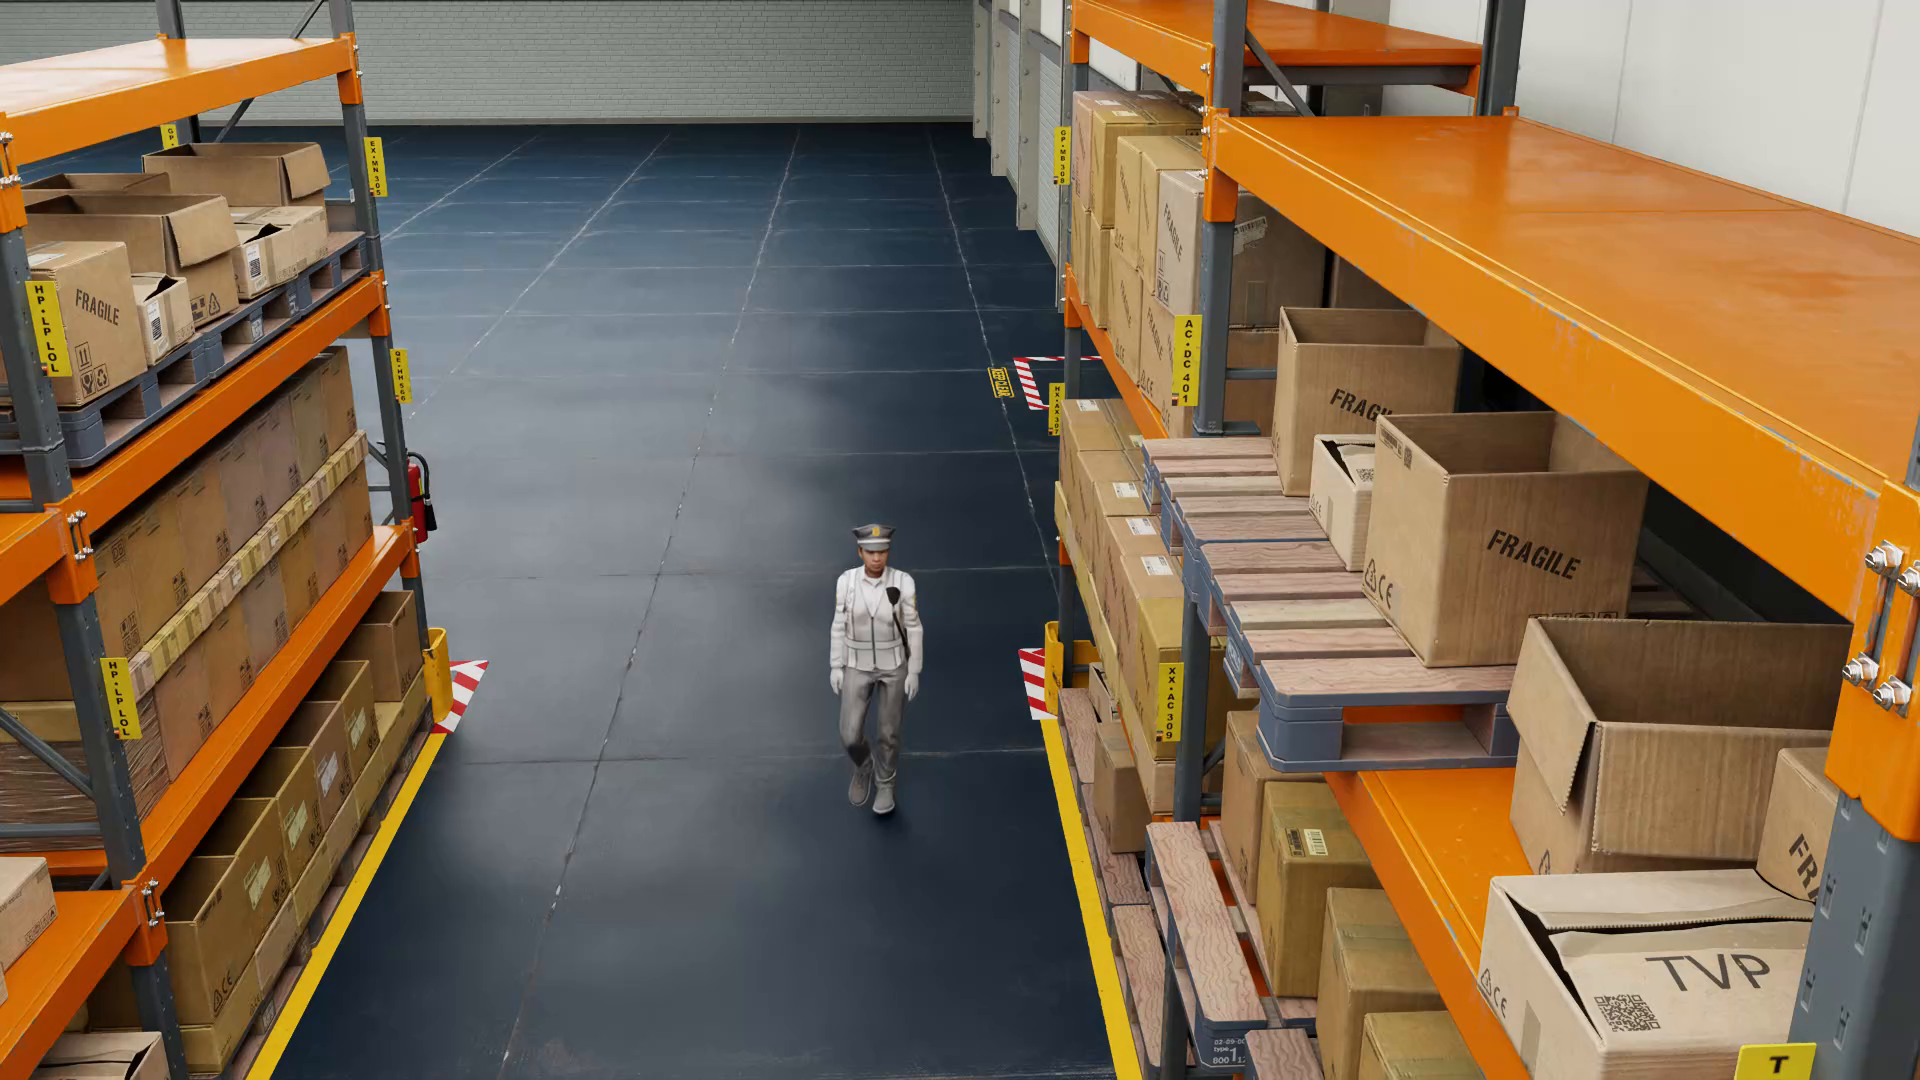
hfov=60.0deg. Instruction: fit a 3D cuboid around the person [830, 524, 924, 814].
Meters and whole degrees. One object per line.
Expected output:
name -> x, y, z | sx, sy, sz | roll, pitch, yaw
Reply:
person -> -0.455, 0.714, 9.054 | 0.517, 1.695, 0.441 | 0, 21, 0
